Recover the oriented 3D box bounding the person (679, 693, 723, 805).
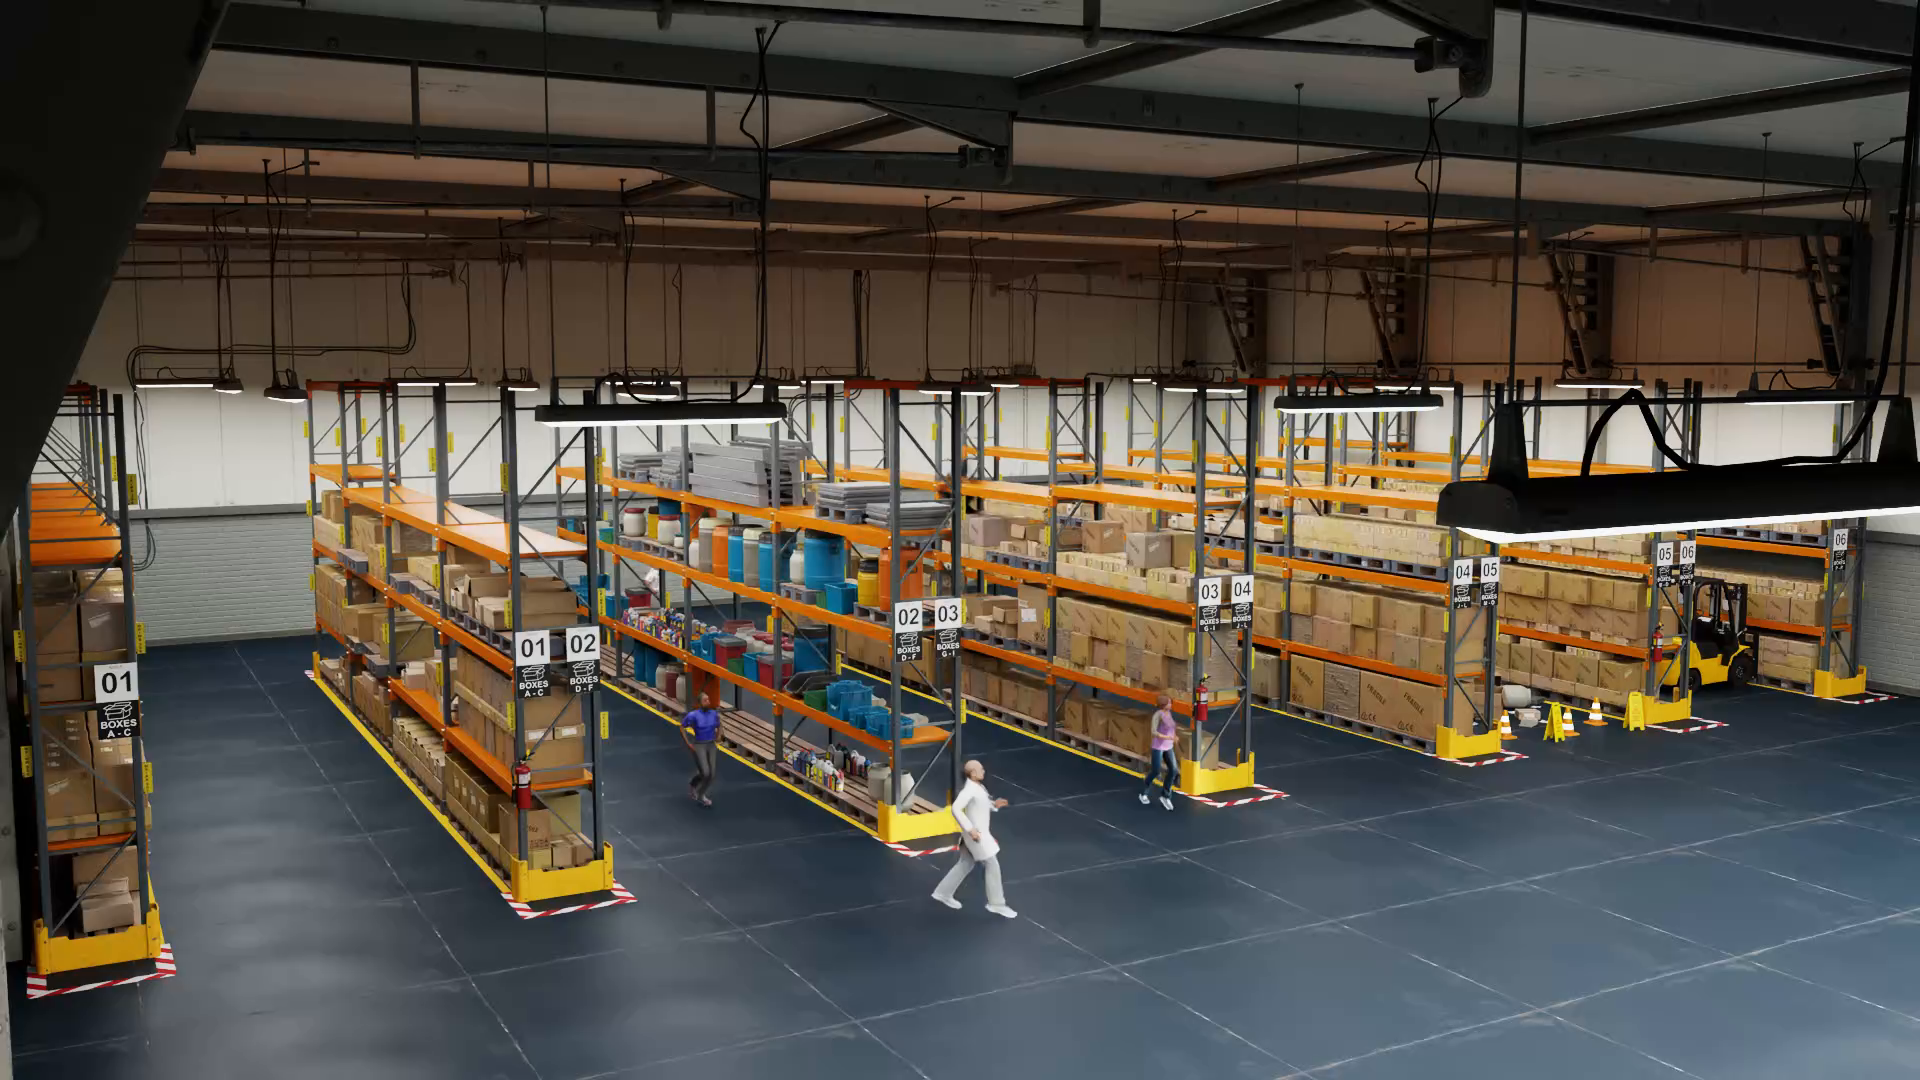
[{"bbox_3d":[-3.644,2.999,23.793,0.636,1.613,0.500,-5,8,-37],"label":"person"}]

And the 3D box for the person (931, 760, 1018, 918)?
[{"bbox_3d":[0.164,3.409,19.011,0.981,1.813,0.689,-1,6,-5],"label":"person"}]

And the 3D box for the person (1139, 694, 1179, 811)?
[{"bbox_3d":[2.915,3.011,23.837,0.589,1.614,0.591,6,8,44],"label":"person"}]

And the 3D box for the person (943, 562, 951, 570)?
[{"bbox_3d":[-0.238,1.079,41.980,0.754,1.663,0.738,-2,6,-18],"label":"person"}]

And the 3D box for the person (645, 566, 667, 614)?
[{"bbox_3d":[-7.209,1.293,38.976,0.883,1.796,0.650,-1,6,-11],"label":"person"}]
